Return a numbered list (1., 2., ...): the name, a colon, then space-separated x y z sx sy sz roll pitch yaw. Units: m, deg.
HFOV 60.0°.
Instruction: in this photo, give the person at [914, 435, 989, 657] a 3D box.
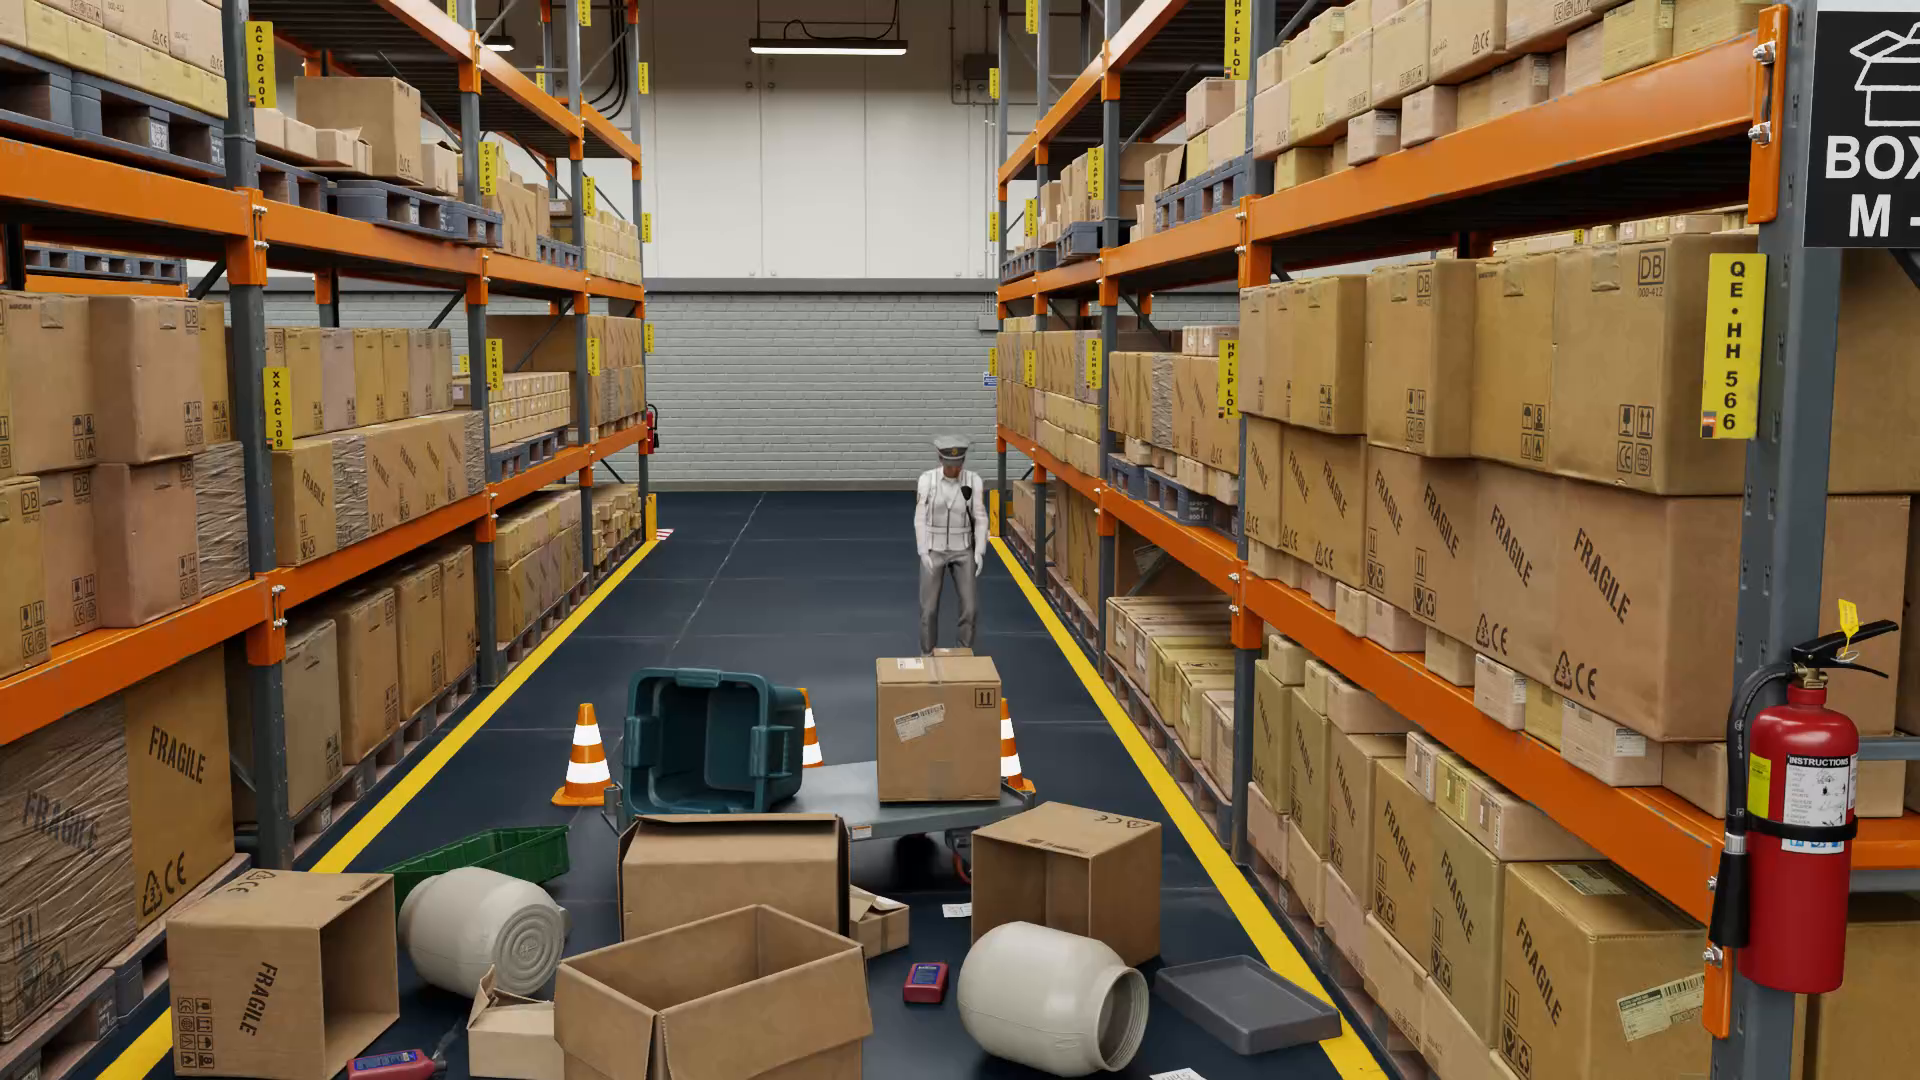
1. person: -0.056 0.111 11.054 0.500 1.626 0.446 0 7 -2
